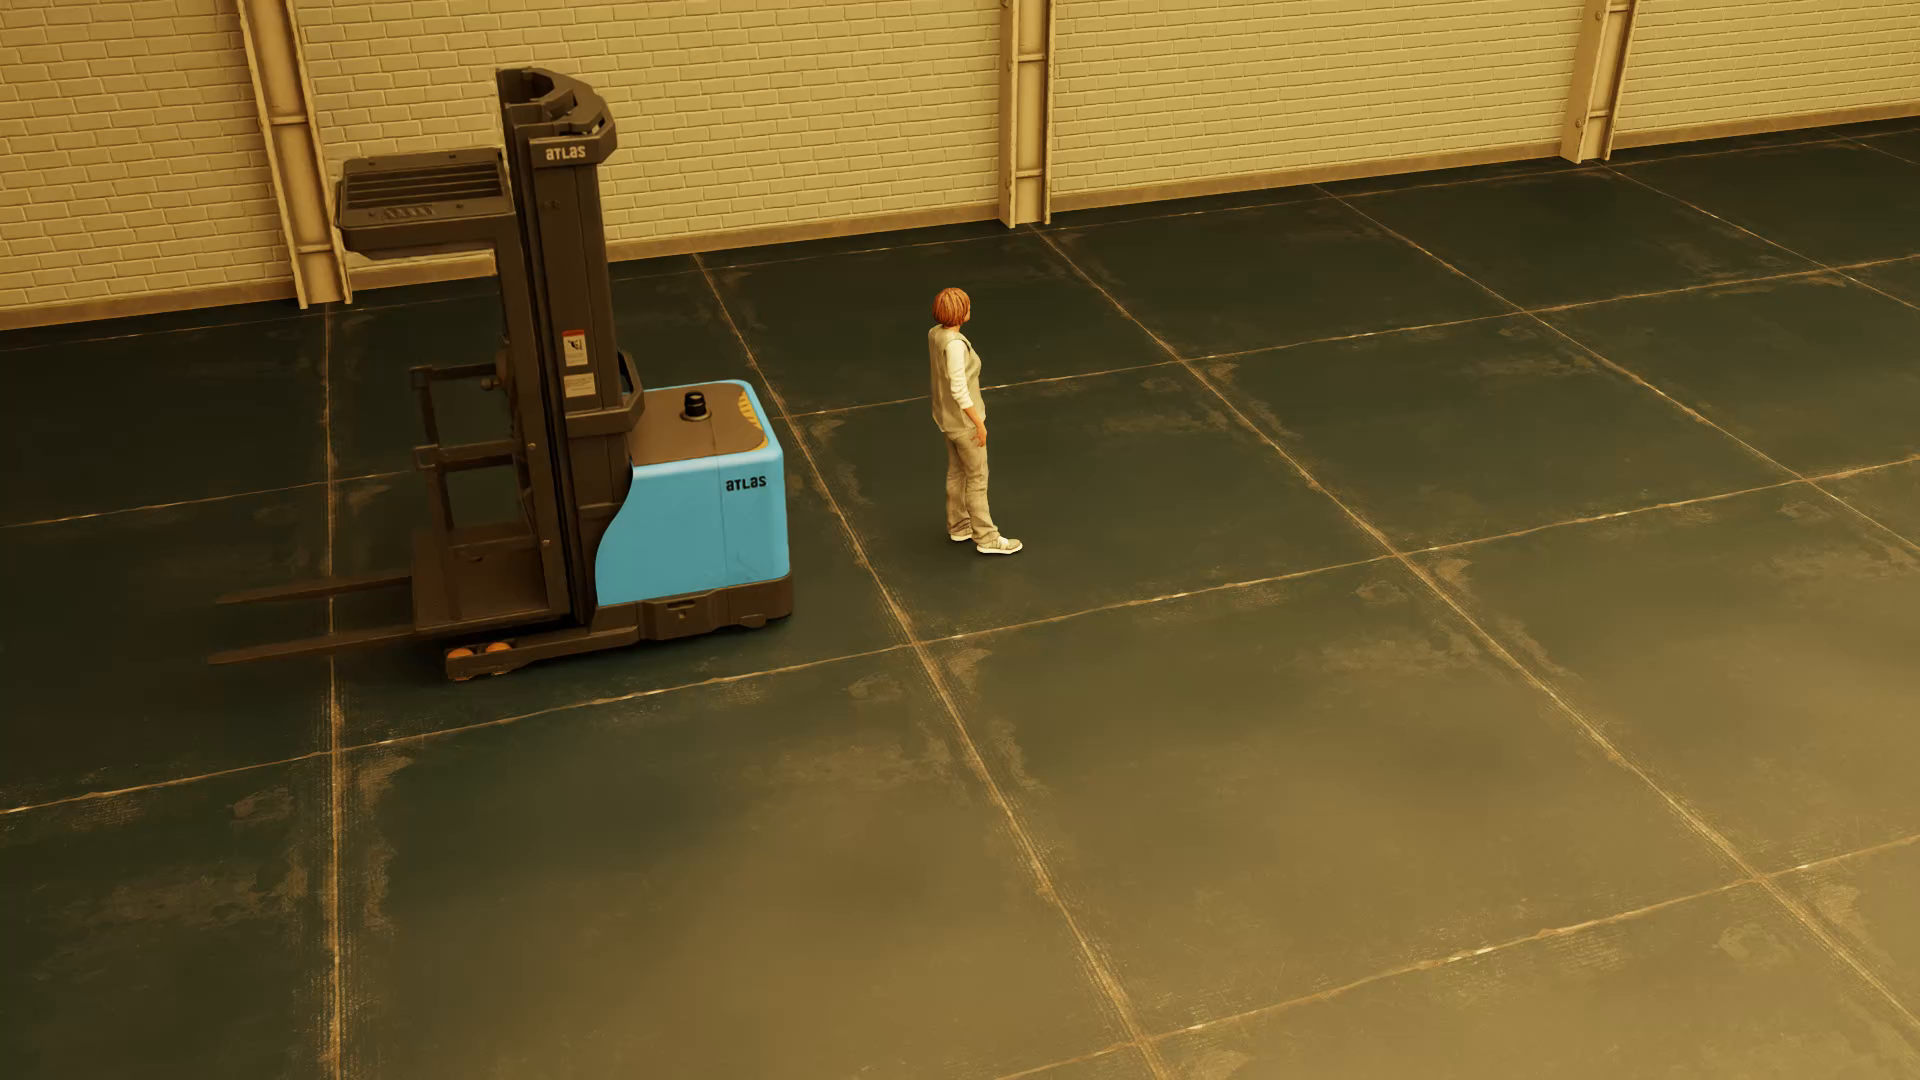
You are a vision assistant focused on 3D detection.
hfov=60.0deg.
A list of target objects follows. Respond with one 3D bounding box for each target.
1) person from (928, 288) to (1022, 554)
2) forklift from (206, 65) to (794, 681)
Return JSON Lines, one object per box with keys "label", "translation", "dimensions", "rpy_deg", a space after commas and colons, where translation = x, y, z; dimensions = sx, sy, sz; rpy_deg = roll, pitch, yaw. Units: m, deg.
{"label": "person", "translation": [0.074, -0.704, 9.633], "dimensions": [0.475, 1.596, 0.521], "rpy_deg": [-10, 31, -16]}
{"label": "forklift", "translation": [-2.495, -0.825, 8.521], "dimensions": [3.031, 2.935, 1.130], "rpy_deg": [-9, 31, -15]}
